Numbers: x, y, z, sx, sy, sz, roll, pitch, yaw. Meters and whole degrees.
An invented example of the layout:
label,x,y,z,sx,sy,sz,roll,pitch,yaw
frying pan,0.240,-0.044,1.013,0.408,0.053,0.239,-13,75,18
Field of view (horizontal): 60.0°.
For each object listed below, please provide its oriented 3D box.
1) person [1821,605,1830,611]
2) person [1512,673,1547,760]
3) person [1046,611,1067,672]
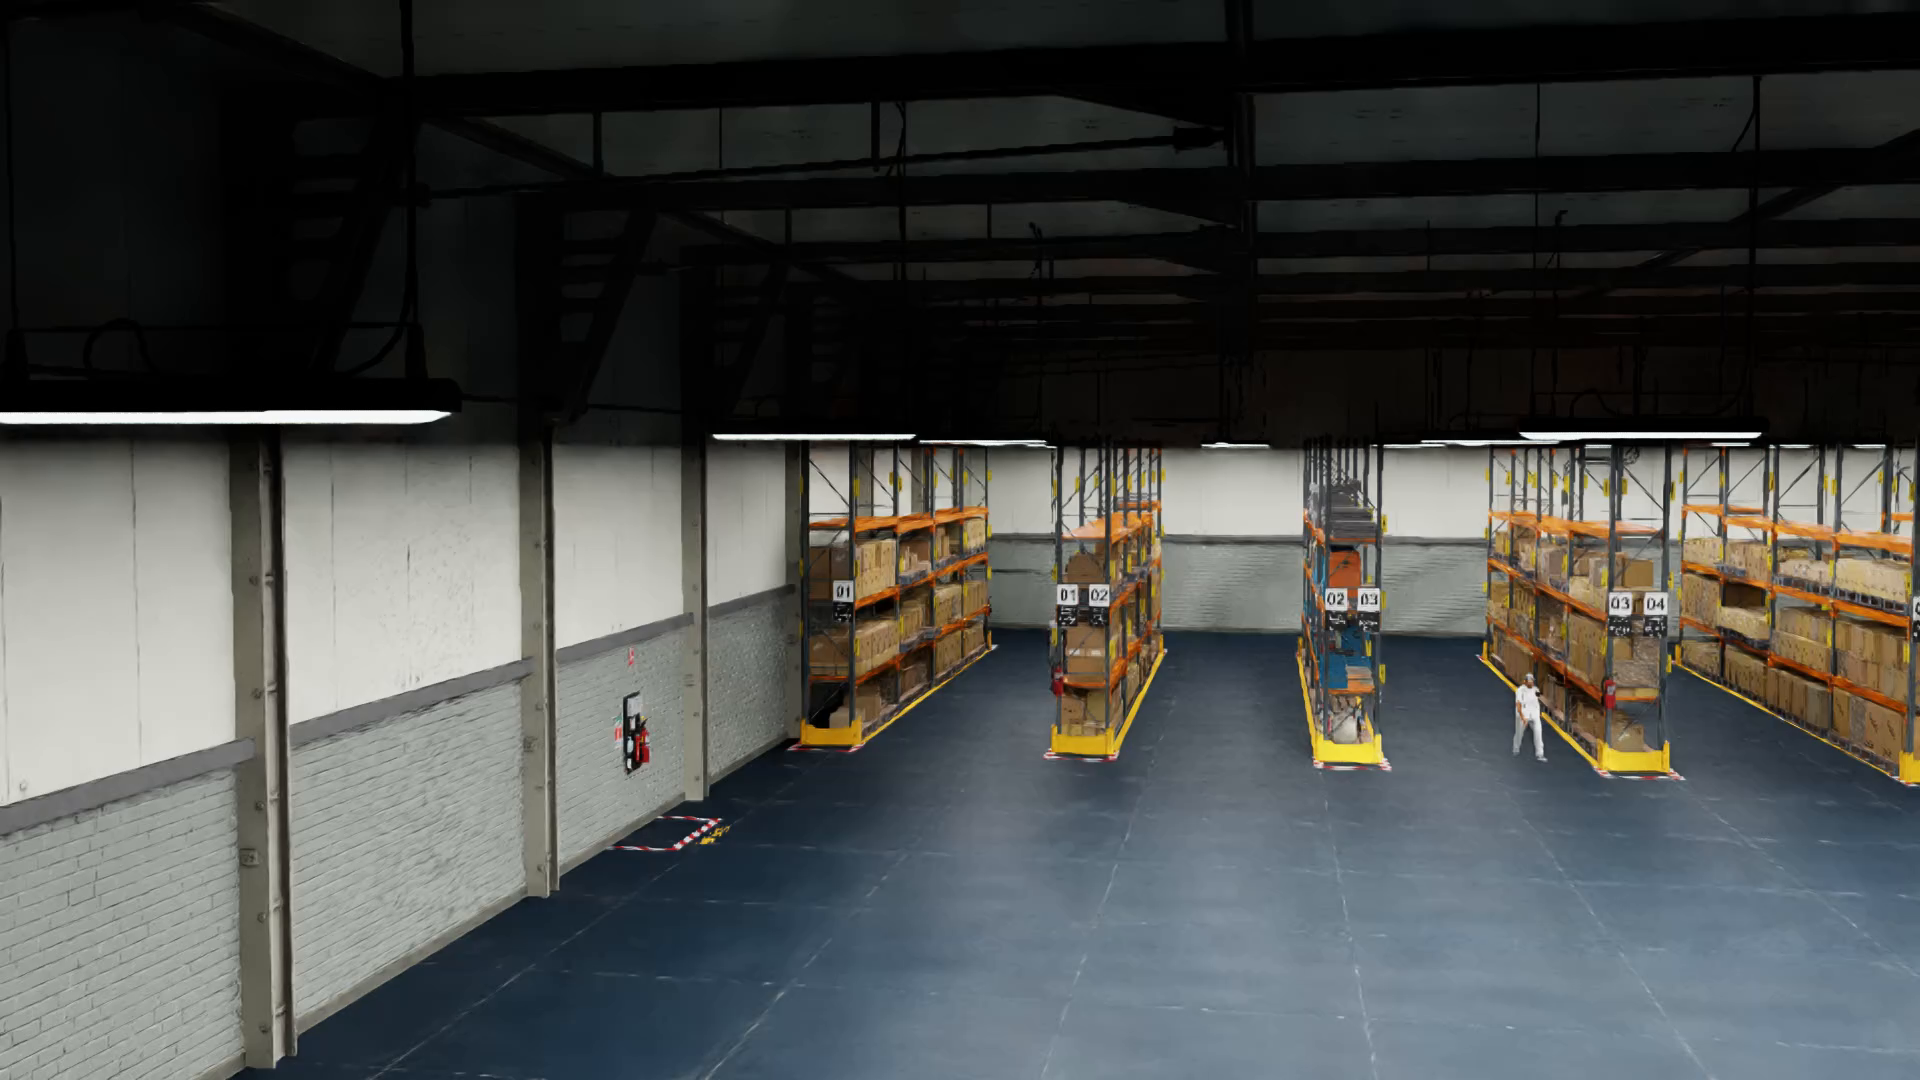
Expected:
label,x,y,z,sx,sy,sz,roll,pitch,yaw
person,22.085,2.528,42.394,0.462,1.770,0.640,0,3,-5
person,10.510,3.246,30.760,0.491,1.598,1.000,0,3,2
person,2.492,2.616,42.660,0.592,1.618,0.531,0,3,8
